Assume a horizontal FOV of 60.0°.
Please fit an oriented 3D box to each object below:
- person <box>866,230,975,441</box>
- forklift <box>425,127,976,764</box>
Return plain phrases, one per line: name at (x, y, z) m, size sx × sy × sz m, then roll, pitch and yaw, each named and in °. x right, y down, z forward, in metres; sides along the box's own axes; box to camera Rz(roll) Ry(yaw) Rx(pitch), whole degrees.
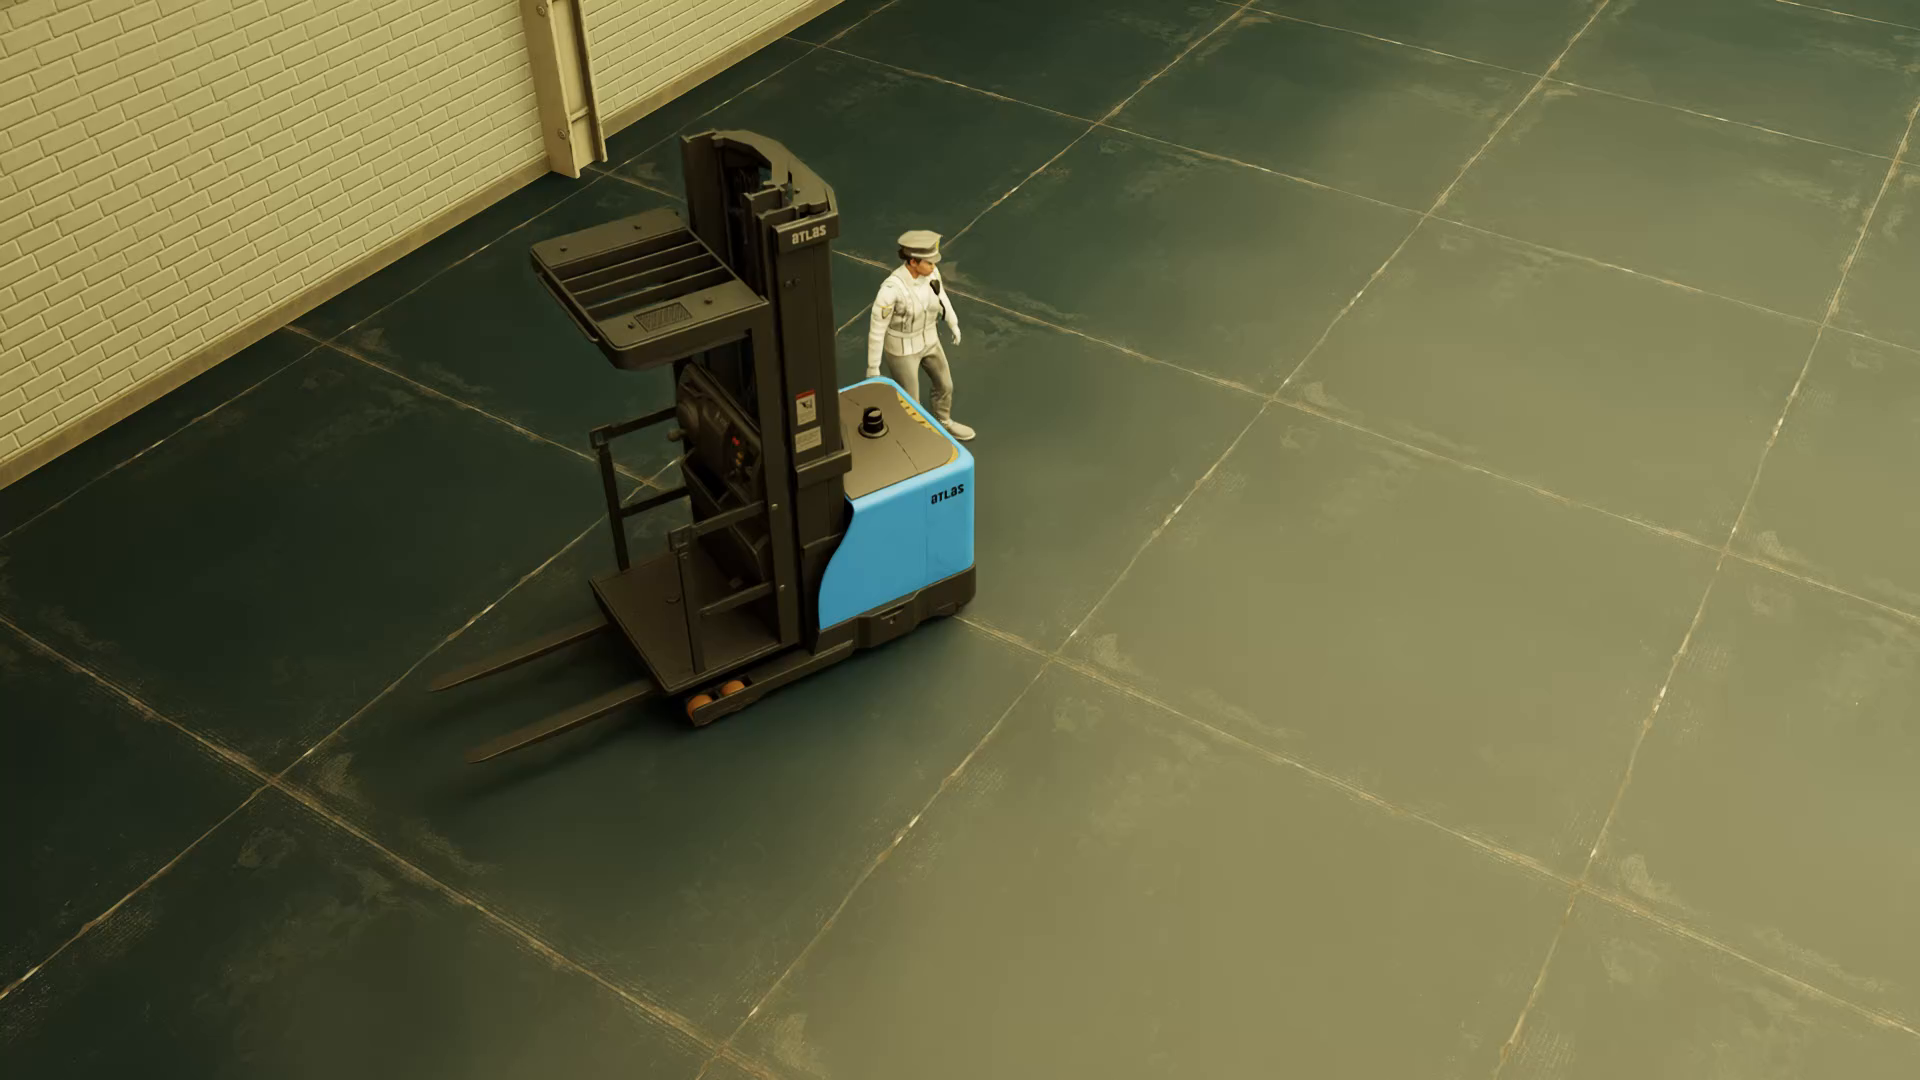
person at (-0.263, -1.211, 10.401) m, size 0.365 × 1.641 × 0.753 m, roll 31°, pitch 49°, yaw 31°
forklift at (-1.426, -0.505, 8.563) m, size 3.031 × 2.935 × 1.130 m, roll -22°, pitch 45°, yaw -24°
